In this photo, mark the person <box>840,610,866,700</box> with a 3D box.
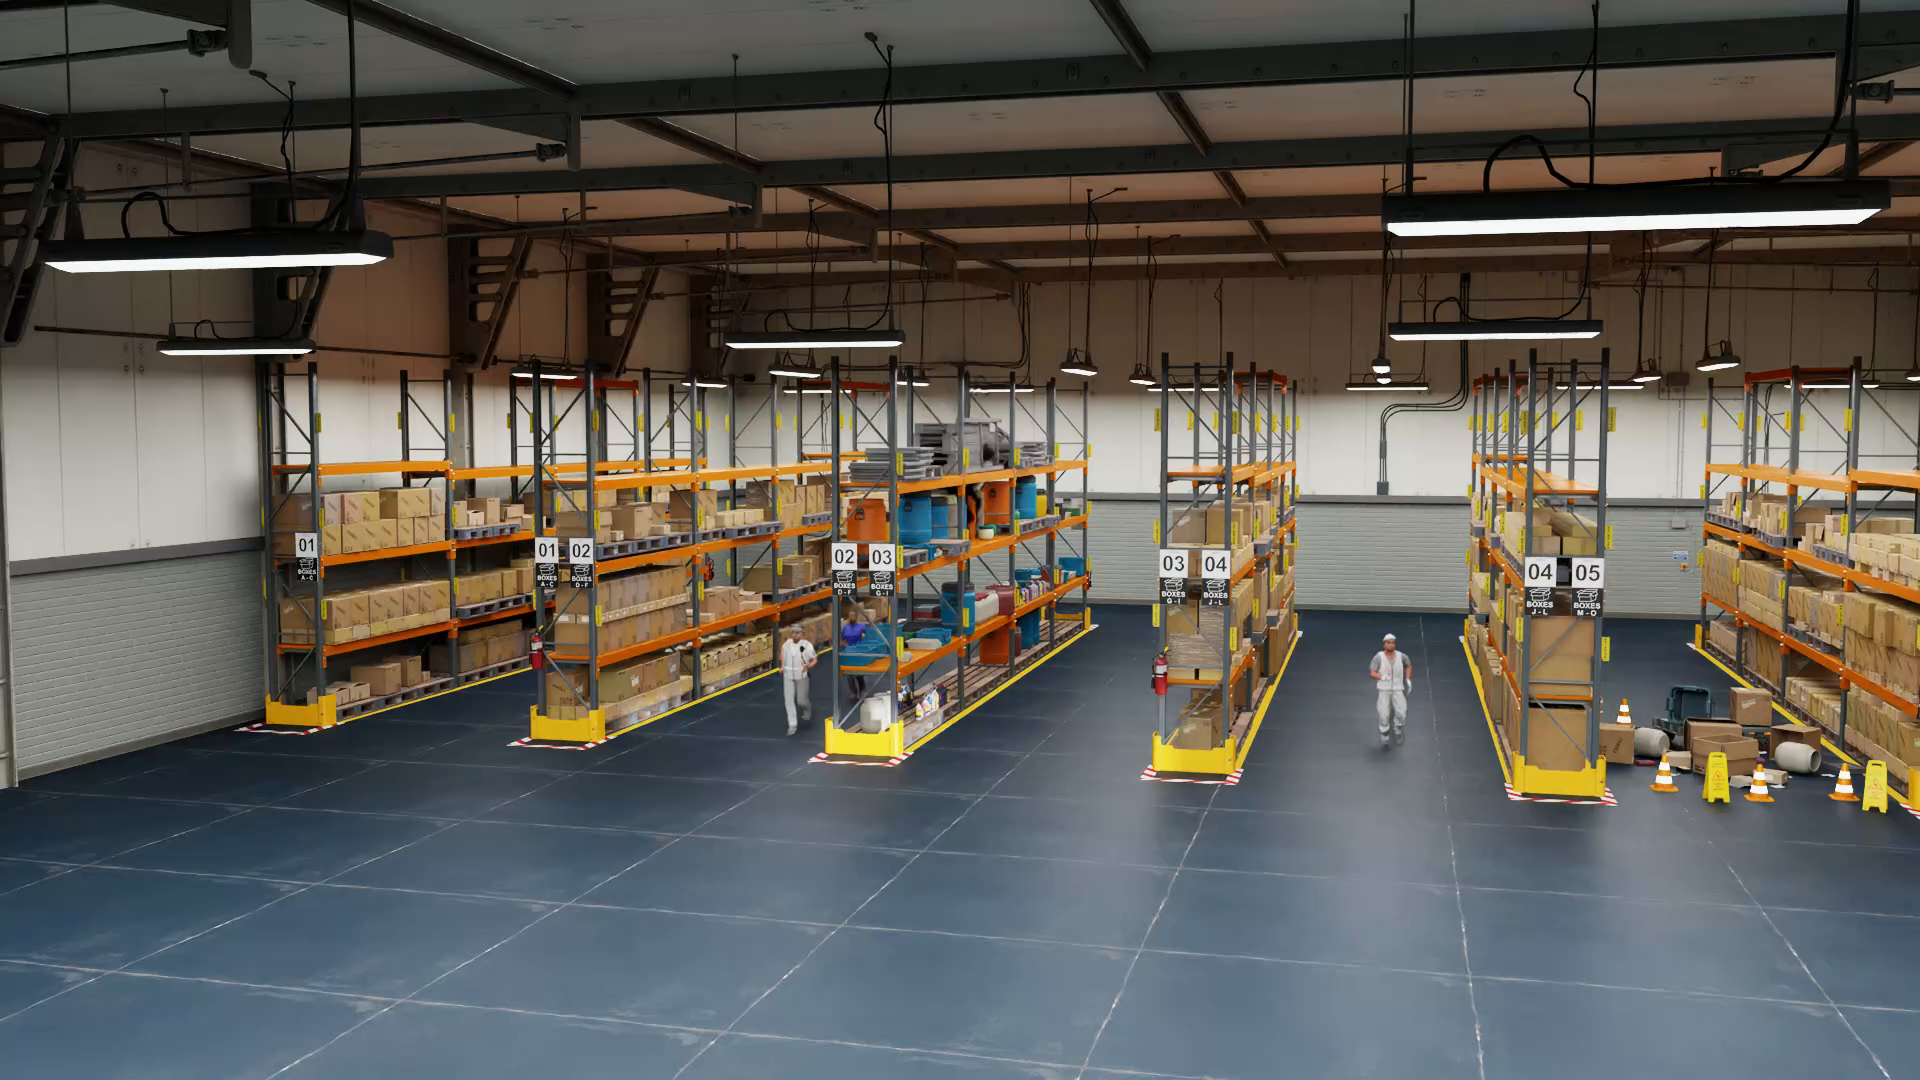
[{"bbox_3d":[-1.897,2.077,29.872,0.569,1.627,0.655,1,4,13],"label":"person"}]

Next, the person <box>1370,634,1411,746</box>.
[{"bbox_3d":[6.619,2.318,25.488,0.659,1.748,0.647,0,4,6],"label":"person"}]

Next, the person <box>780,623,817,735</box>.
[{"bbox_3d":[-2.648,2.233,27.068,0.663,1.779,0.895,1,4,9],"label":"person"}]
